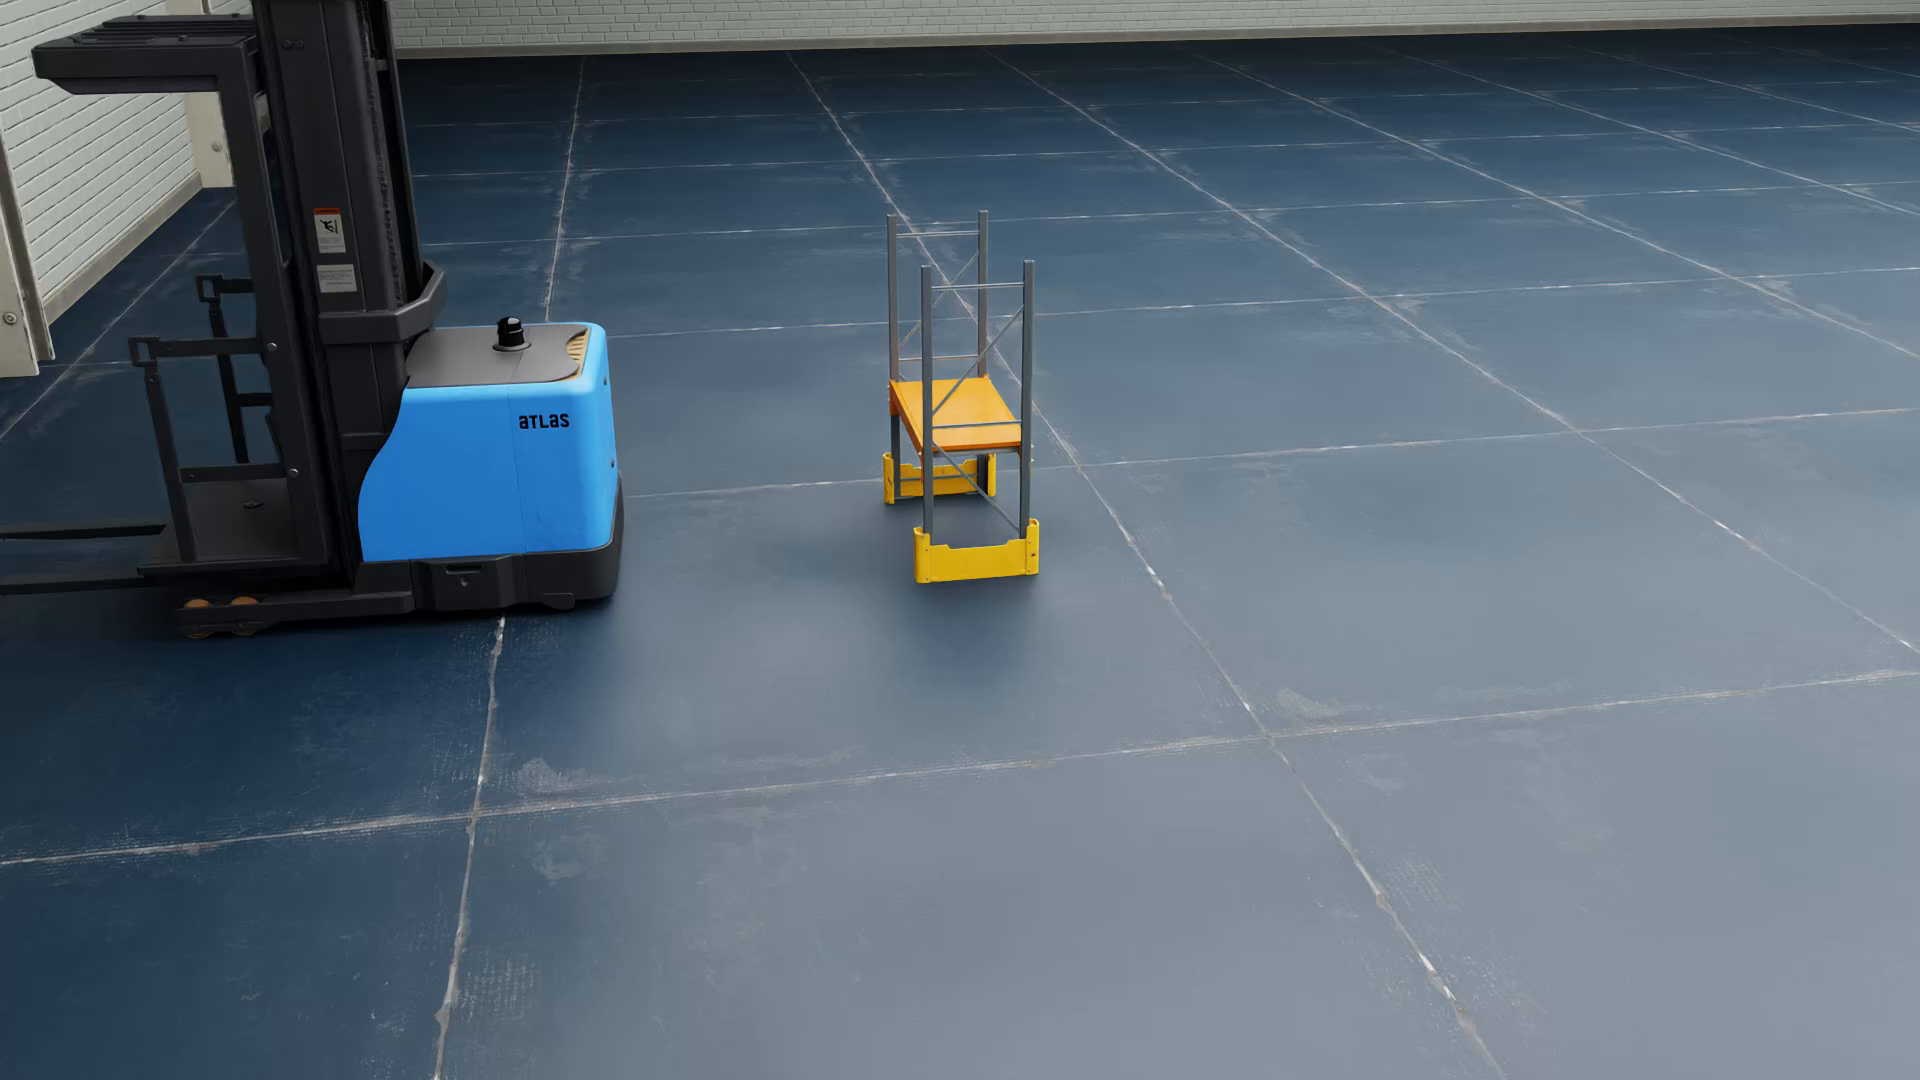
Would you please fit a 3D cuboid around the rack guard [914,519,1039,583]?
[{"bbox_3d":[0.078,0.051,7.820,0.587,0.250,0.087,-4,24,-10],"label":"rack guard"}]

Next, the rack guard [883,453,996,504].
[{"bbox_3d":[-0.106,-0.340,8.717,0.587,0.250,0.087,-4,24,-10],"label":"rack guard"}]

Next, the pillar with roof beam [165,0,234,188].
[{"bbox_3d":[-2.989,-7.925,15.151,9.100,9.000,0.400,-4,24,-10],"label":"pillar with roof beam"}]

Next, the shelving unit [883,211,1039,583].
[{"bbox_3d":[-0.014,-0.717,8.018,0.587,1.500,1.083,-4,24,-10],"label":"shelving unit"}]

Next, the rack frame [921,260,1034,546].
[{"bbox_3d":[0.078,-0.521,7.569,0.500,1.500,0.032,-4,24,-10],"label":"rack frame"}]

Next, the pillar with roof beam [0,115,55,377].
[{"bbox_3d":[-1.879,-5.565,9.748,9.100,9.000,0.400,-4,24,-10],"label":"pillar with roof beam"}]

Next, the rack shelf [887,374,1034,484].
[{"bbox_3d":[-0.016,-0.556,8.099,0.538,0.185,1.000,-4,24,-10],"label":"rack shelf"}]

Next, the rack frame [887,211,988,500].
[{"bbox_3d":[-0.110,-0.921,8.484,0.500,1.500,0.032,-4,24,-10],"label":"rack frame"}]

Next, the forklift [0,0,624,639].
[{"bbox_3d":[-3.122,-1.139,7.196,3.031,2.935,1.130,-3,24,-7],"label":"forklift"}]
